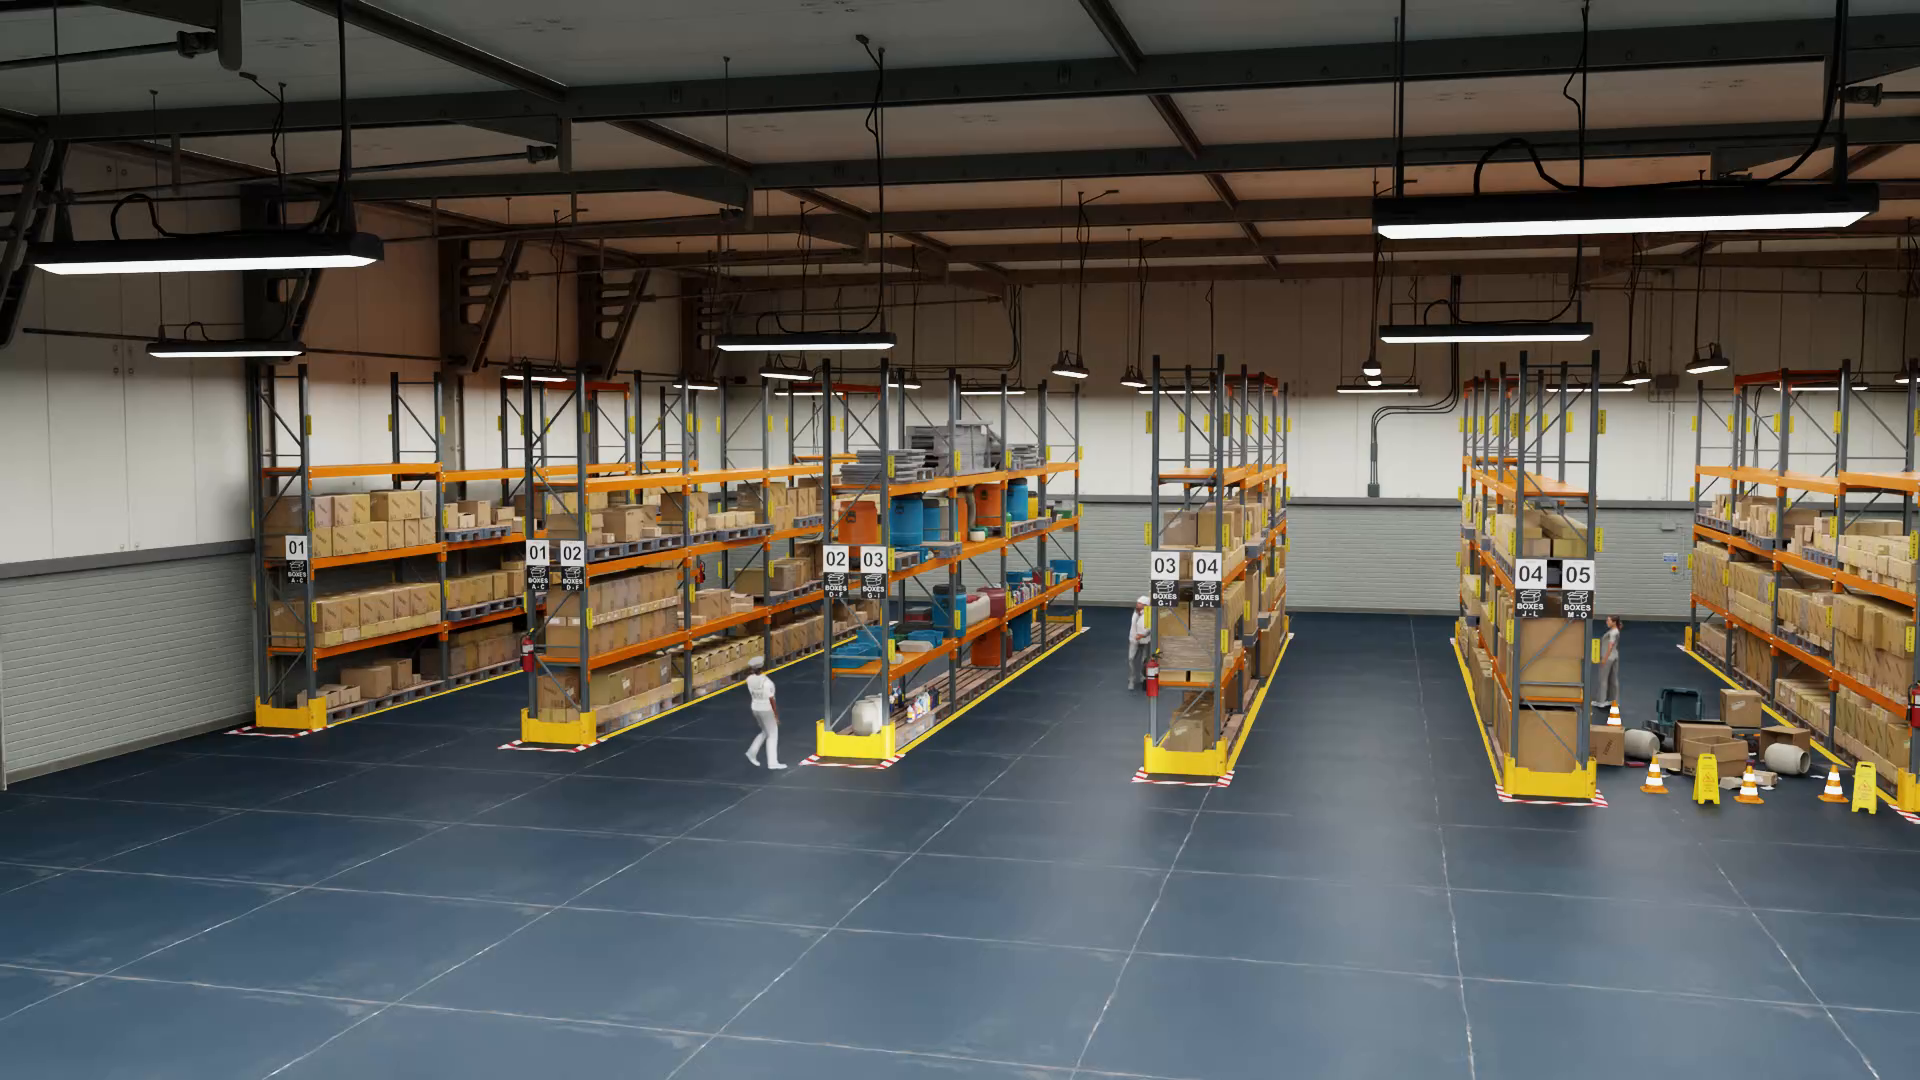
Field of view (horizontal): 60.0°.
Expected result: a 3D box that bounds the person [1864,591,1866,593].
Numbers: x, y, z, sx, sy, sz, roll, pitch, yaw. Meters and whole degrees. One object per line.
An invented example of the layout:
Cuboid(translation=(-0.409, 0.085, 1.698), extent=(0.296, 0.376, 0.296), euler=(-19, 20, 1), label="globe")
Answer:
Cuboid(translation=(18.993, 1.758, 35.531), extent=(0.670, 1.692, 0.553), euler=(4, 5, 42), label="person")

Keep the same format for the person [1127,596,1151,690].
Cuboid(translation=(3.483, 1.948, 31.890), extent=(0.492, 1.750, 0.992), euler=(1, 4, 15), label="person")

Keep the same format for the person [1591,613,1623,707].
Cuboid(translation=(11.526, 2.140, 29.593), extent=(0.534, 1.676, 0.449), euler=(-4, 5, -43), label="person")

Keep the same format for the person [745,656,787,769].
Cuboid(translation=(-2.861, 2.511, 24.239), extent=(0.574, 1.665, 0.546), euler=(-3, 5, -38), label="person")
